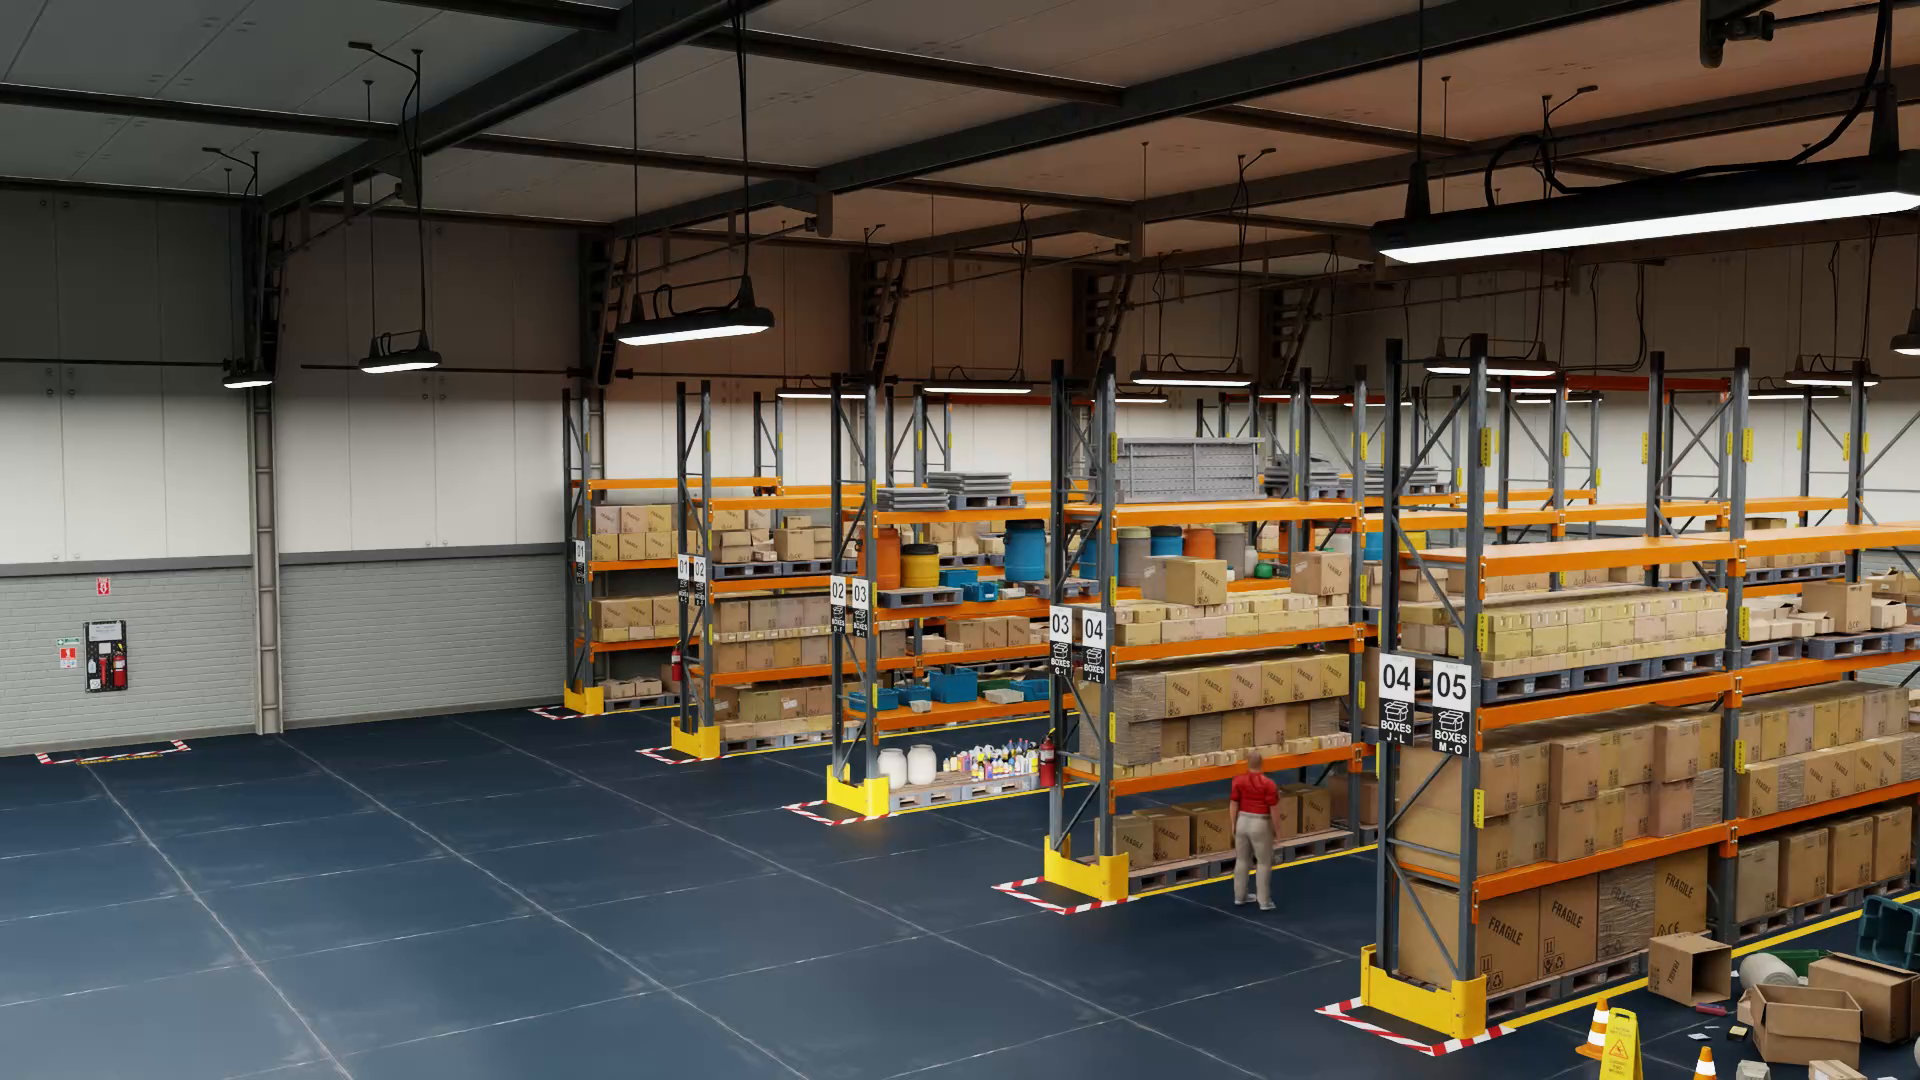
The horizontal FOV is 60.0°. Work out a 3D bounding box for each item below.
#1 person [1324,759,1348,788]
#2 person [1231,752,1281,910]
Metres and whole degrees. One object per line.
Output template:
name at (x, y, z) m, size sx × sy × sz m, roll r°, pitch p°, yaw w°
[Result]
person at (5.253, 2.789, 23.209) m, size 0.594 × 1.765 × 0.555 m, roll -2°, pitch 4°, yaw -23°
person at (3.236, 3.152, 18.092) m, size 0.468 × 1.737 × 0.545 m, roll -3°, pitch 5°, yaw -42°
